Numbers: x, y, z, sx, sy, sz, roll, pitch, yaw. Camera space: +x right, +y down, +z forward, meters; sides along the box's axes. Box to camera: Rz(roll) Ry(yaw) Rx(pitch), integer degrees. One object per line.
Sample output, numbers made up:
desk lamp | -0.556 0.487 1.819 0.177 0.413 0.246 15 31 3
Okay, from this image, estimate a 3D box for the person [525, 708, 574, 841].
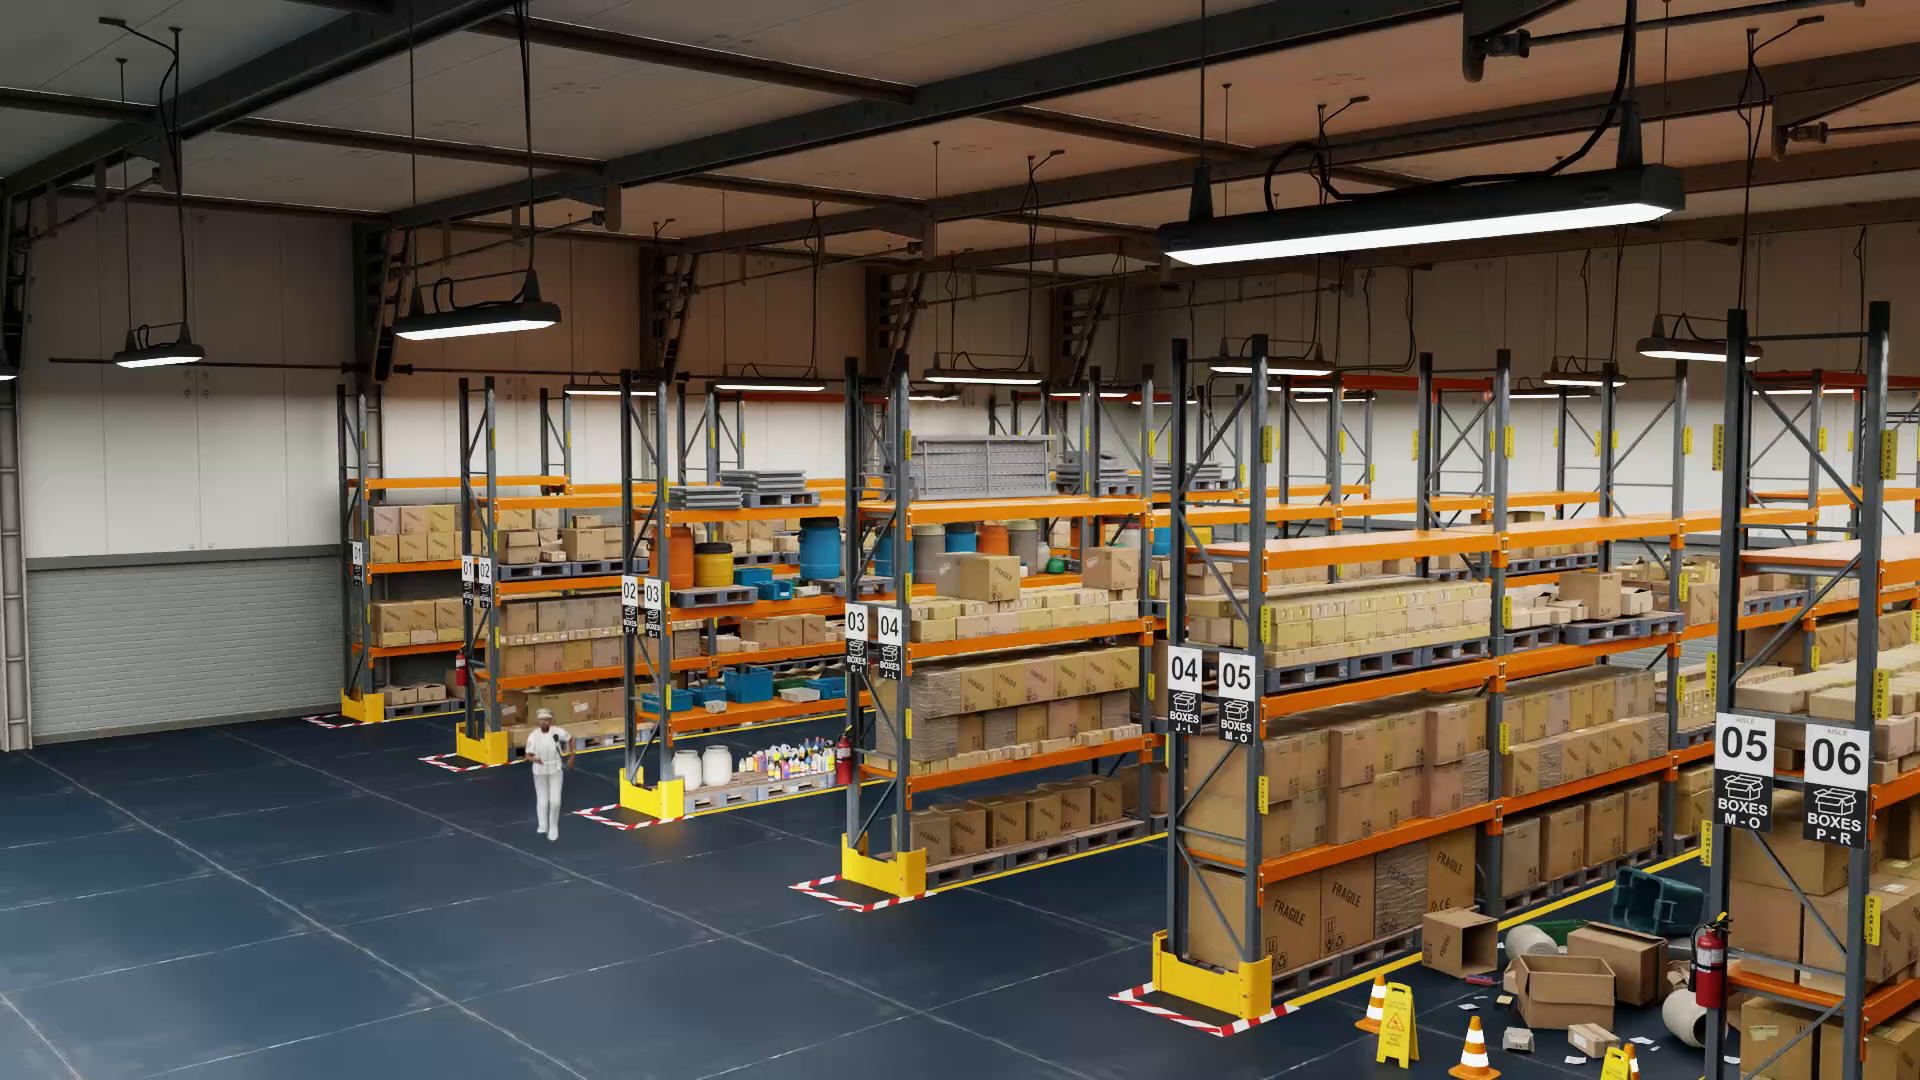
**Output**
person | -5.170 2.941 20.969 0.584 1.685 0.843 -1 4 -9
